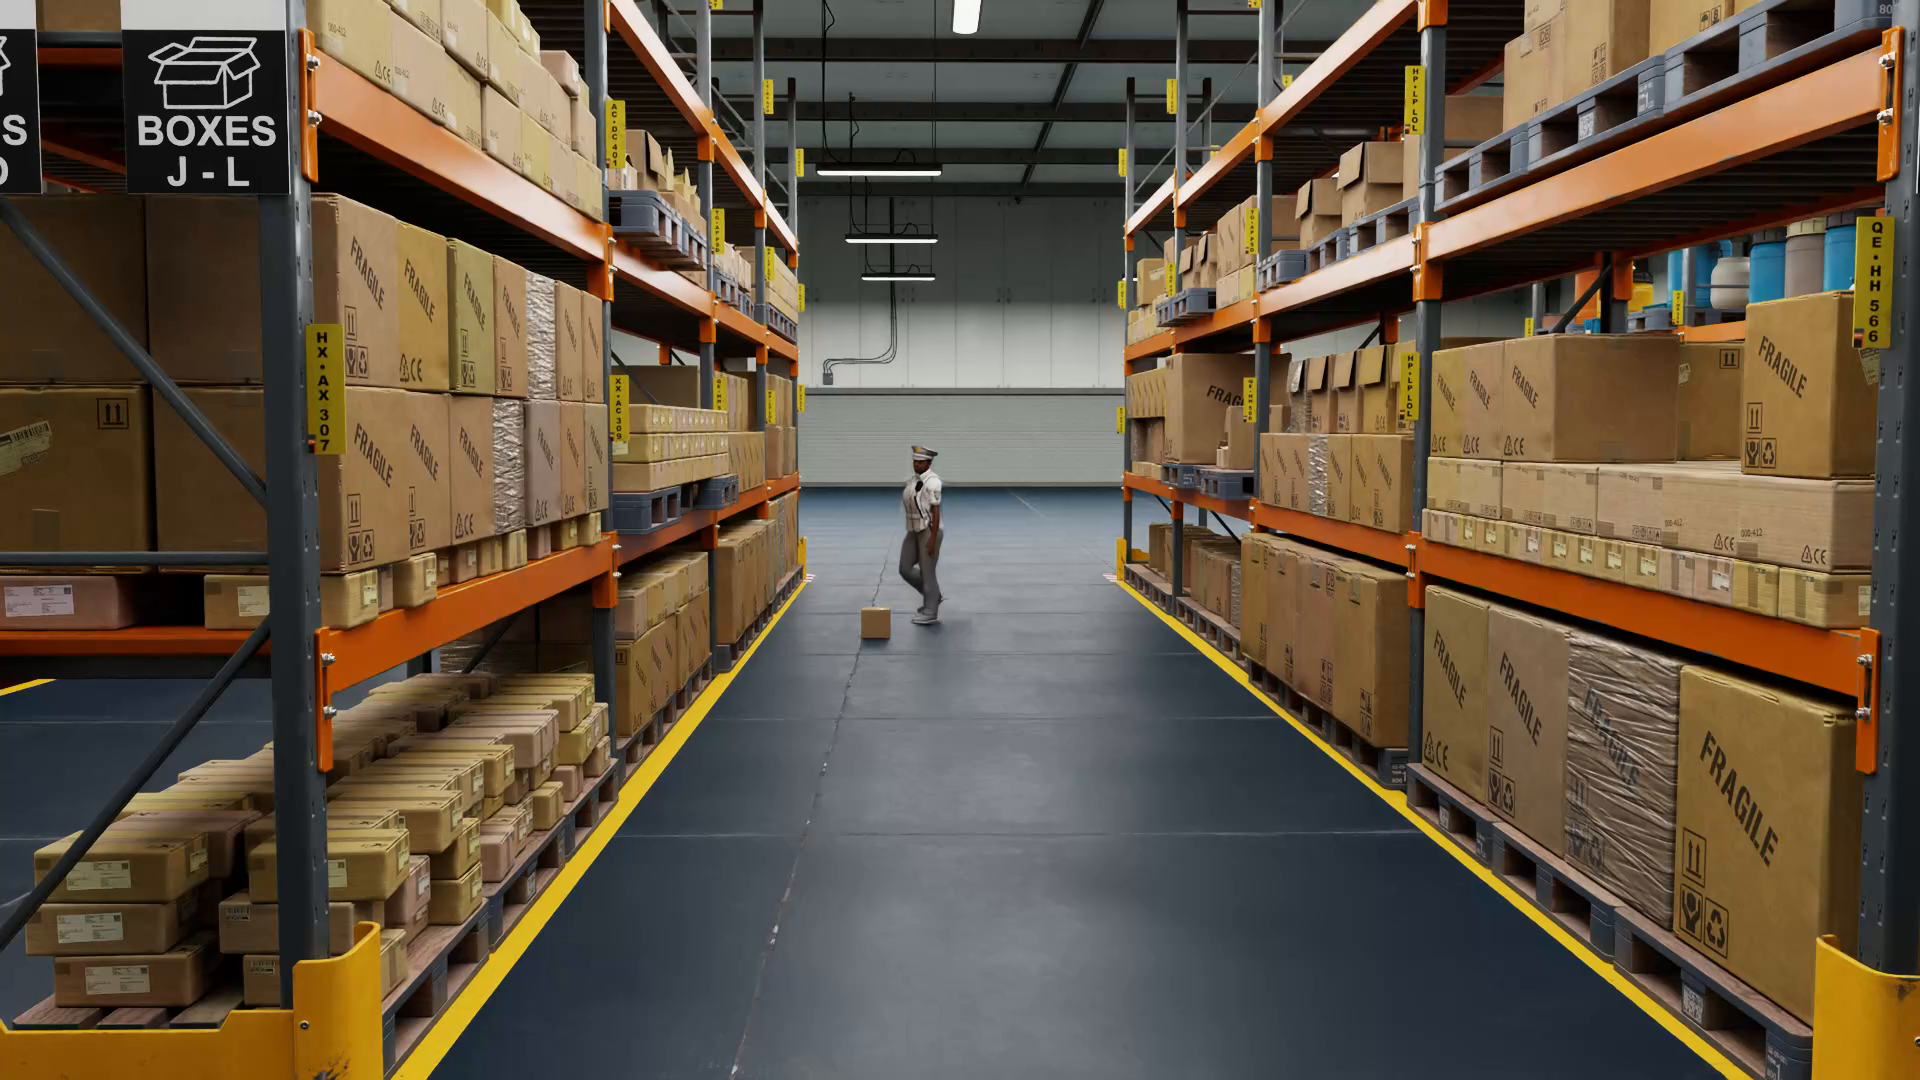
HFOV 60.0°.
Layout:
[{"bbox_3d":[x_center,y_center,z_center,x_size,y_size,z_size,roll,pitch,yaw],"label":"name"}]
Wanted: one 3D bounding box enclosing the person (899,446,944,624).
[{"bbox_3d":[-0.302,-0.054,15.589,0.496,1.665,0.534,-3,5,-35],"label":"person"}]
